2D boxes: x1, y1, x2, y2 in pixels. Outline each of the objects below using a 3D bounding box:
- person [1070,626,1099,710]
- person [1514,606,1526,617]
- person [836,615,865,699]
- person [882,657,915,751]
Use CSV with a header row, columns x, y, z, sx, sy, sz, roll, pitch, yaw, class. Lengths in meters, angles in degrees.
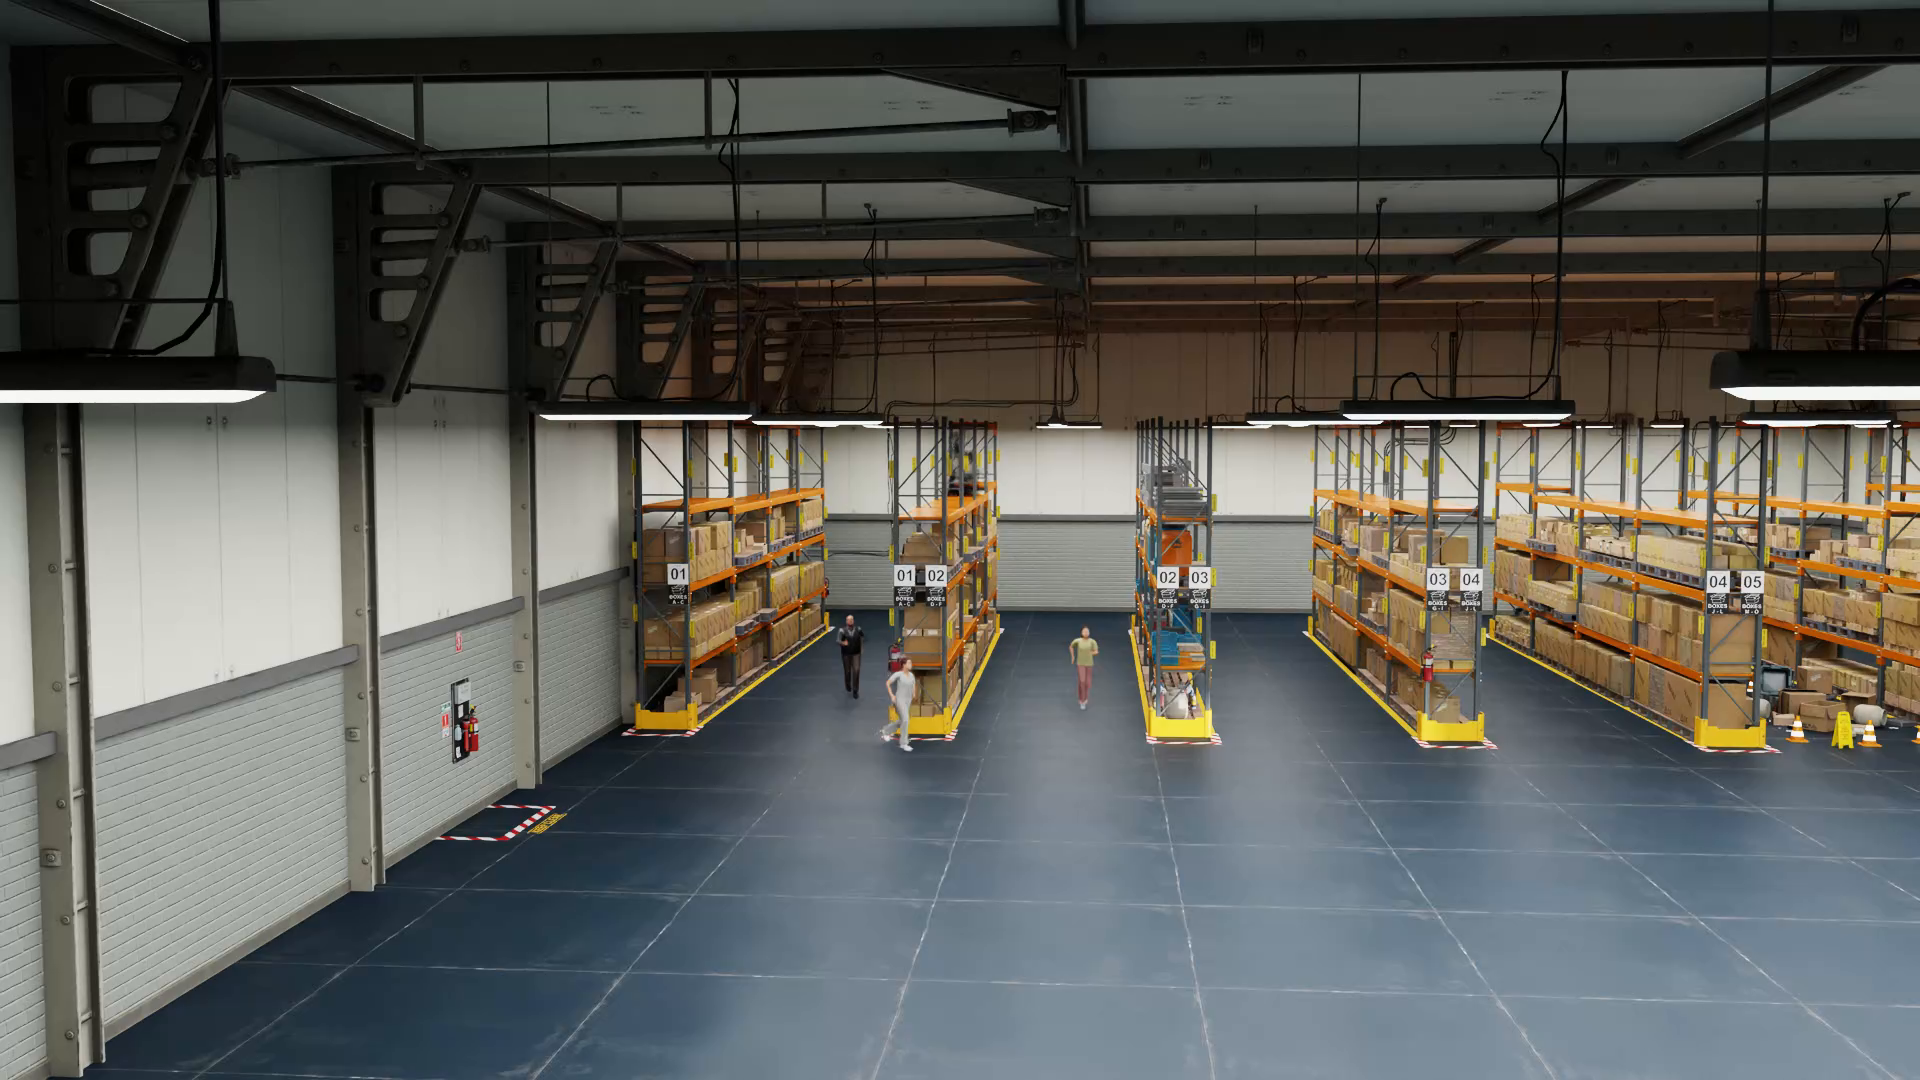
x,y,z,sx,sy,sz,roll,pitch,yaw,class
2.587,2.636,34.479,0.546,1.727,0.742,-1,4,-9,person
16.019,1.839,47.422,0.597,1.596,0.748,-3,5,-39,person
-2.367,2.505,35.989,0.654,1.749,0.922,0,4,-7,person
-1.045,2.946,30.150,0.869,1.631,0.609,4,5,45,person
